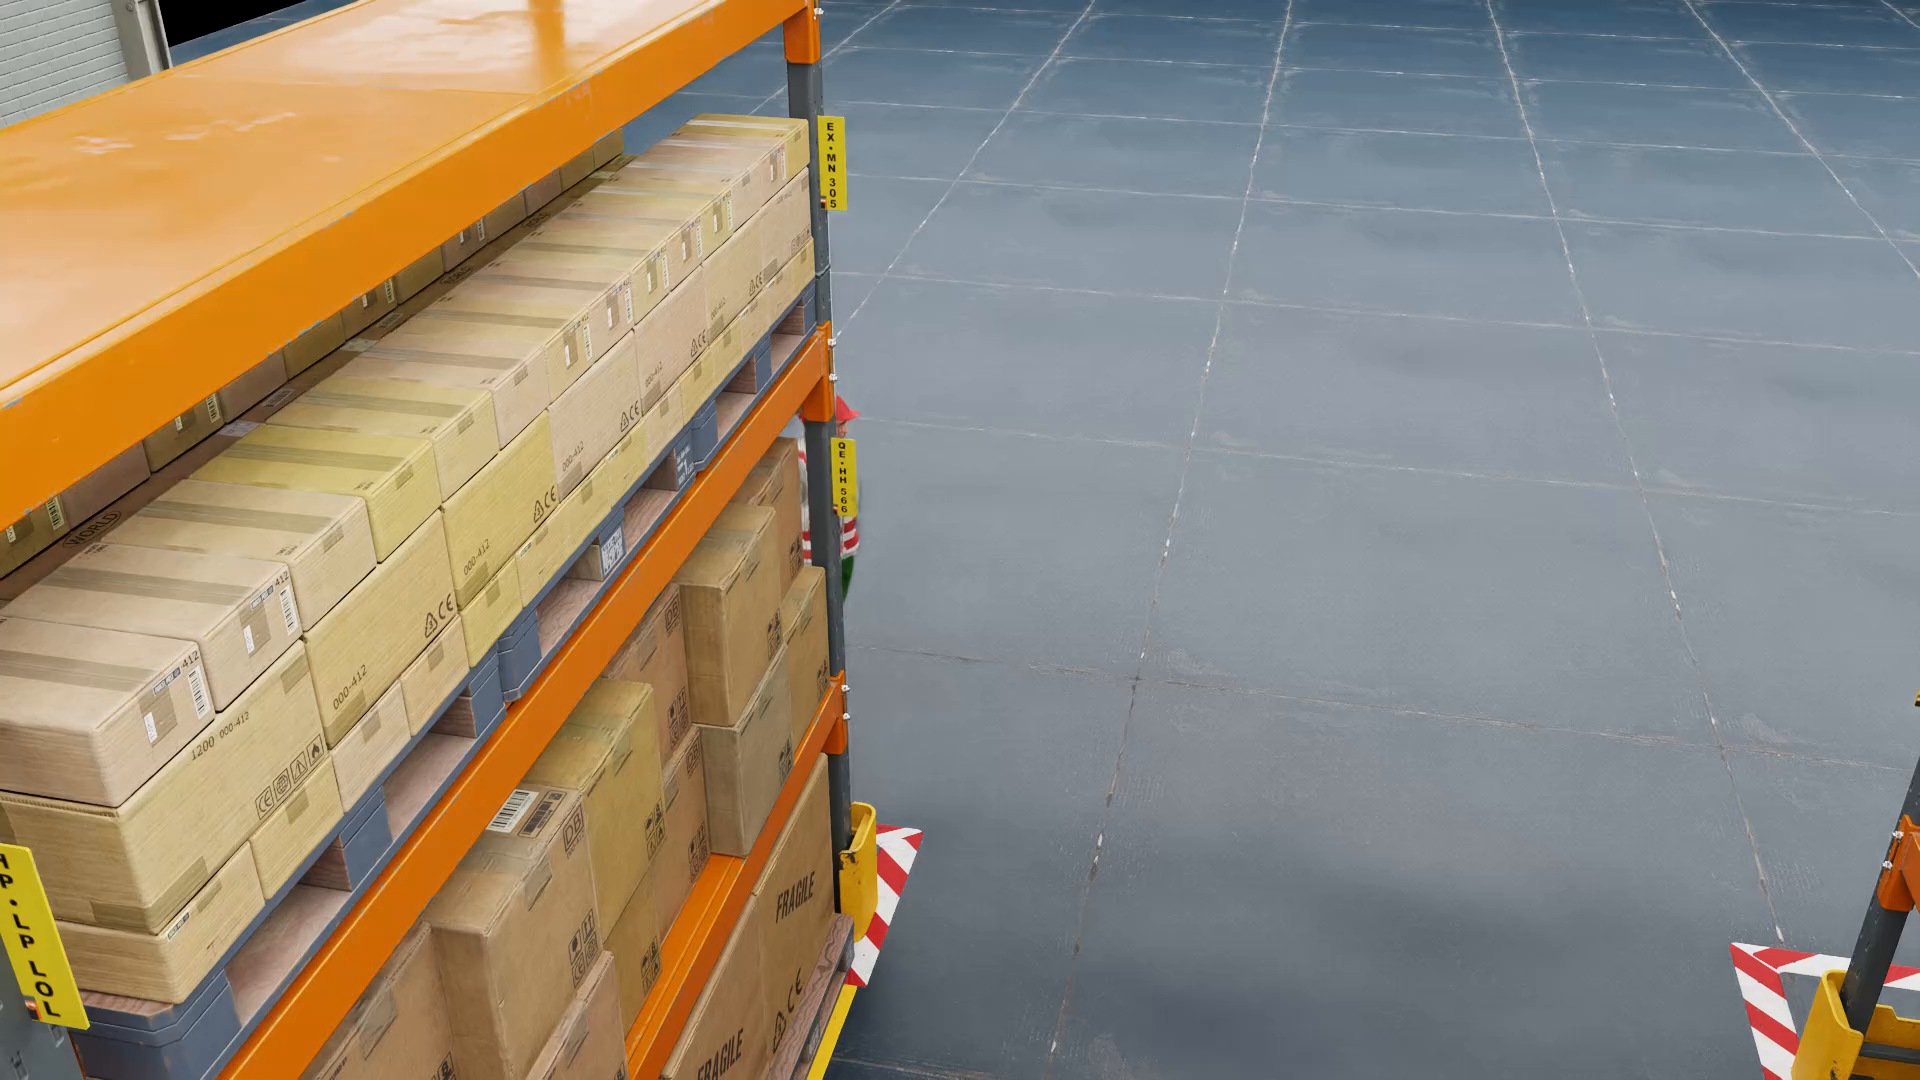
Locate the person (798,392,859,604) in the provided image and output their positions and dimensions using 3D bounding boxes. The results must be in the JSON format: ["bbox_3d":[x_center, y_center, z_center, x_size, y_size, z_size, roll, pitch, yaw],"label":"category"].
[{"bbox_3d":[-0.767,0.076,8.420,0.454,1.779,0.691,19,34,32],"label":"person"}]
